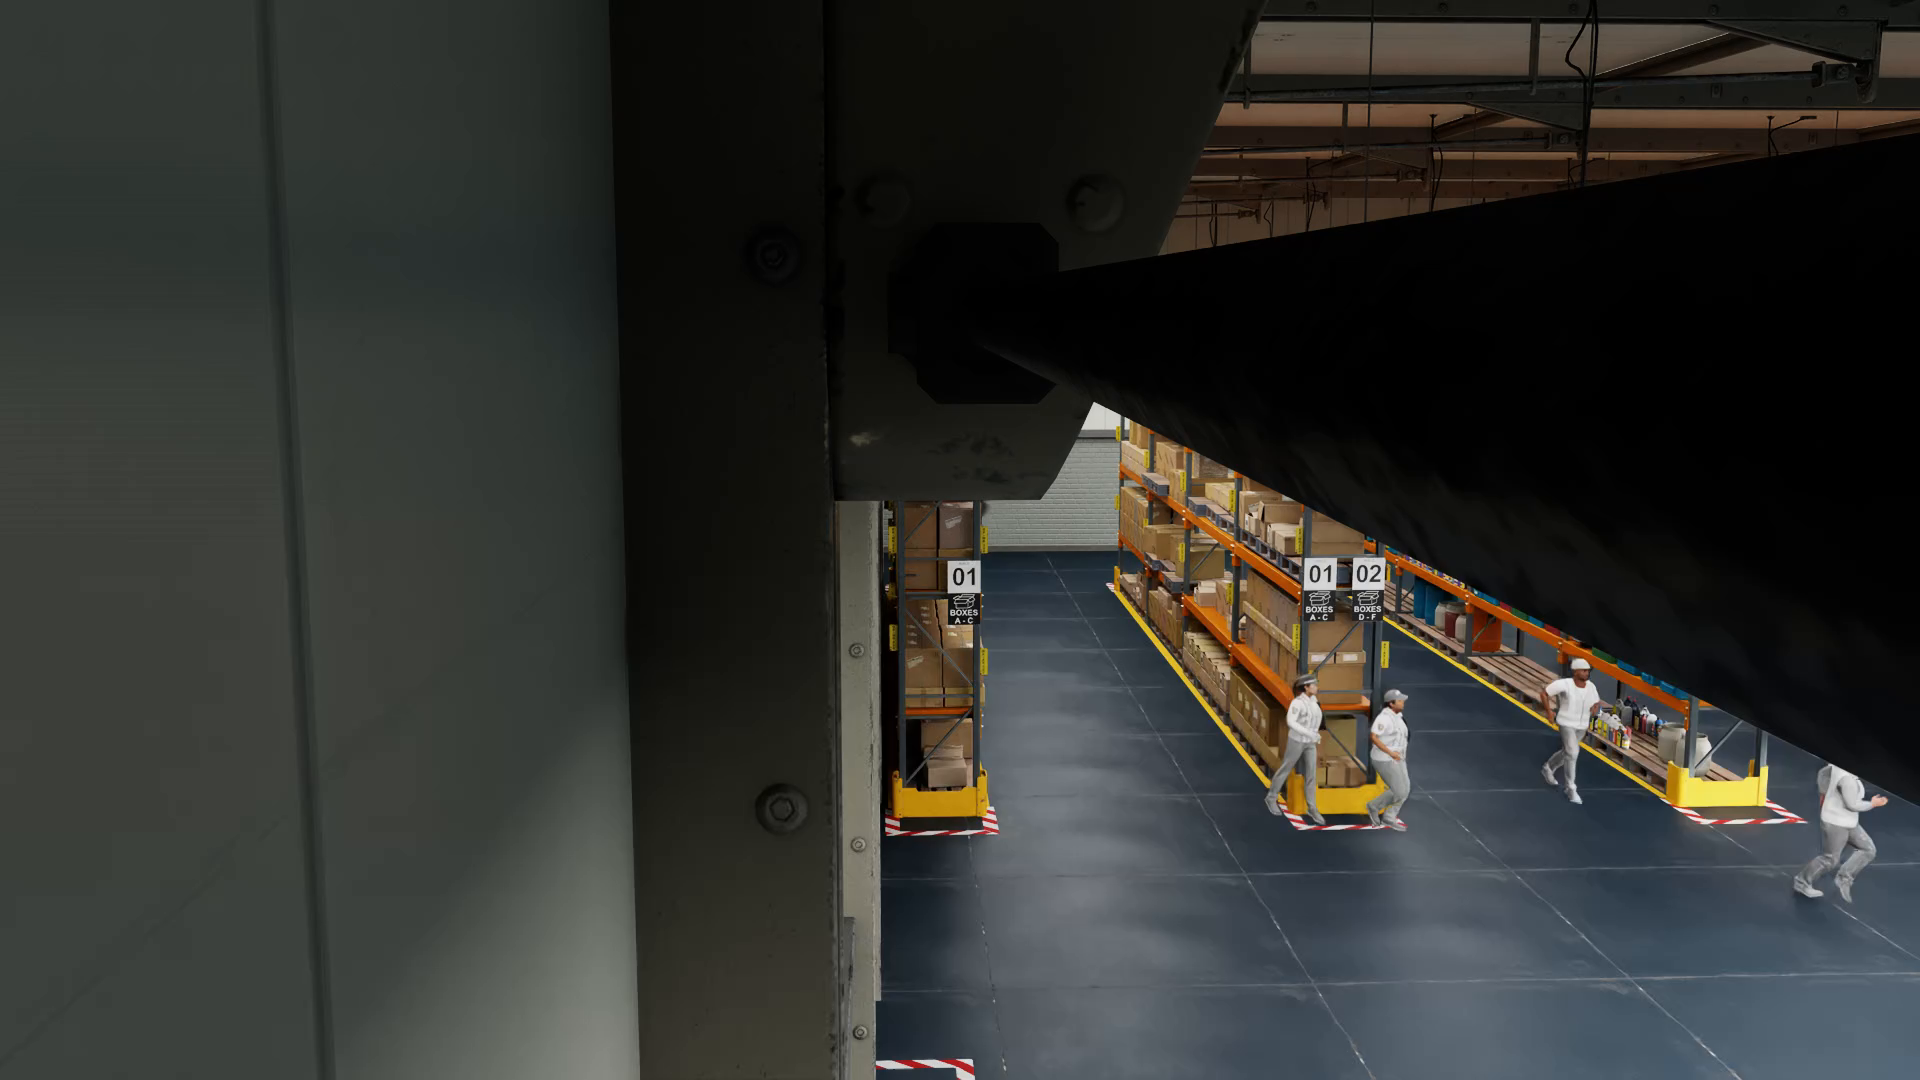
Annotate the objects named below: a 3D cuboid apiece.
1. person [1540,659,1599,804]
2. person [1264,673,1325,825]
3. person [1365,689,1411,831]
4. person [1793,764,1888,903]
[{"bbox_3d":[7.879,2.408,21.383,0.716,1.804,0.881,-3,9,-19],"label":"person"},{"bbox_3d":[4.064,2.407,19.566,0.673,1.712,0.782,-8,11,-44],"label":"person"},{"bbox_3d":[4.929,2.519,19.085,0.489,1.645,0.638,6,10,36],"label":"person"},{"bbox_3d":[9.250,2.958,17.452,0.805,1.760,0.682,4,9,26],"label":"person"}]
